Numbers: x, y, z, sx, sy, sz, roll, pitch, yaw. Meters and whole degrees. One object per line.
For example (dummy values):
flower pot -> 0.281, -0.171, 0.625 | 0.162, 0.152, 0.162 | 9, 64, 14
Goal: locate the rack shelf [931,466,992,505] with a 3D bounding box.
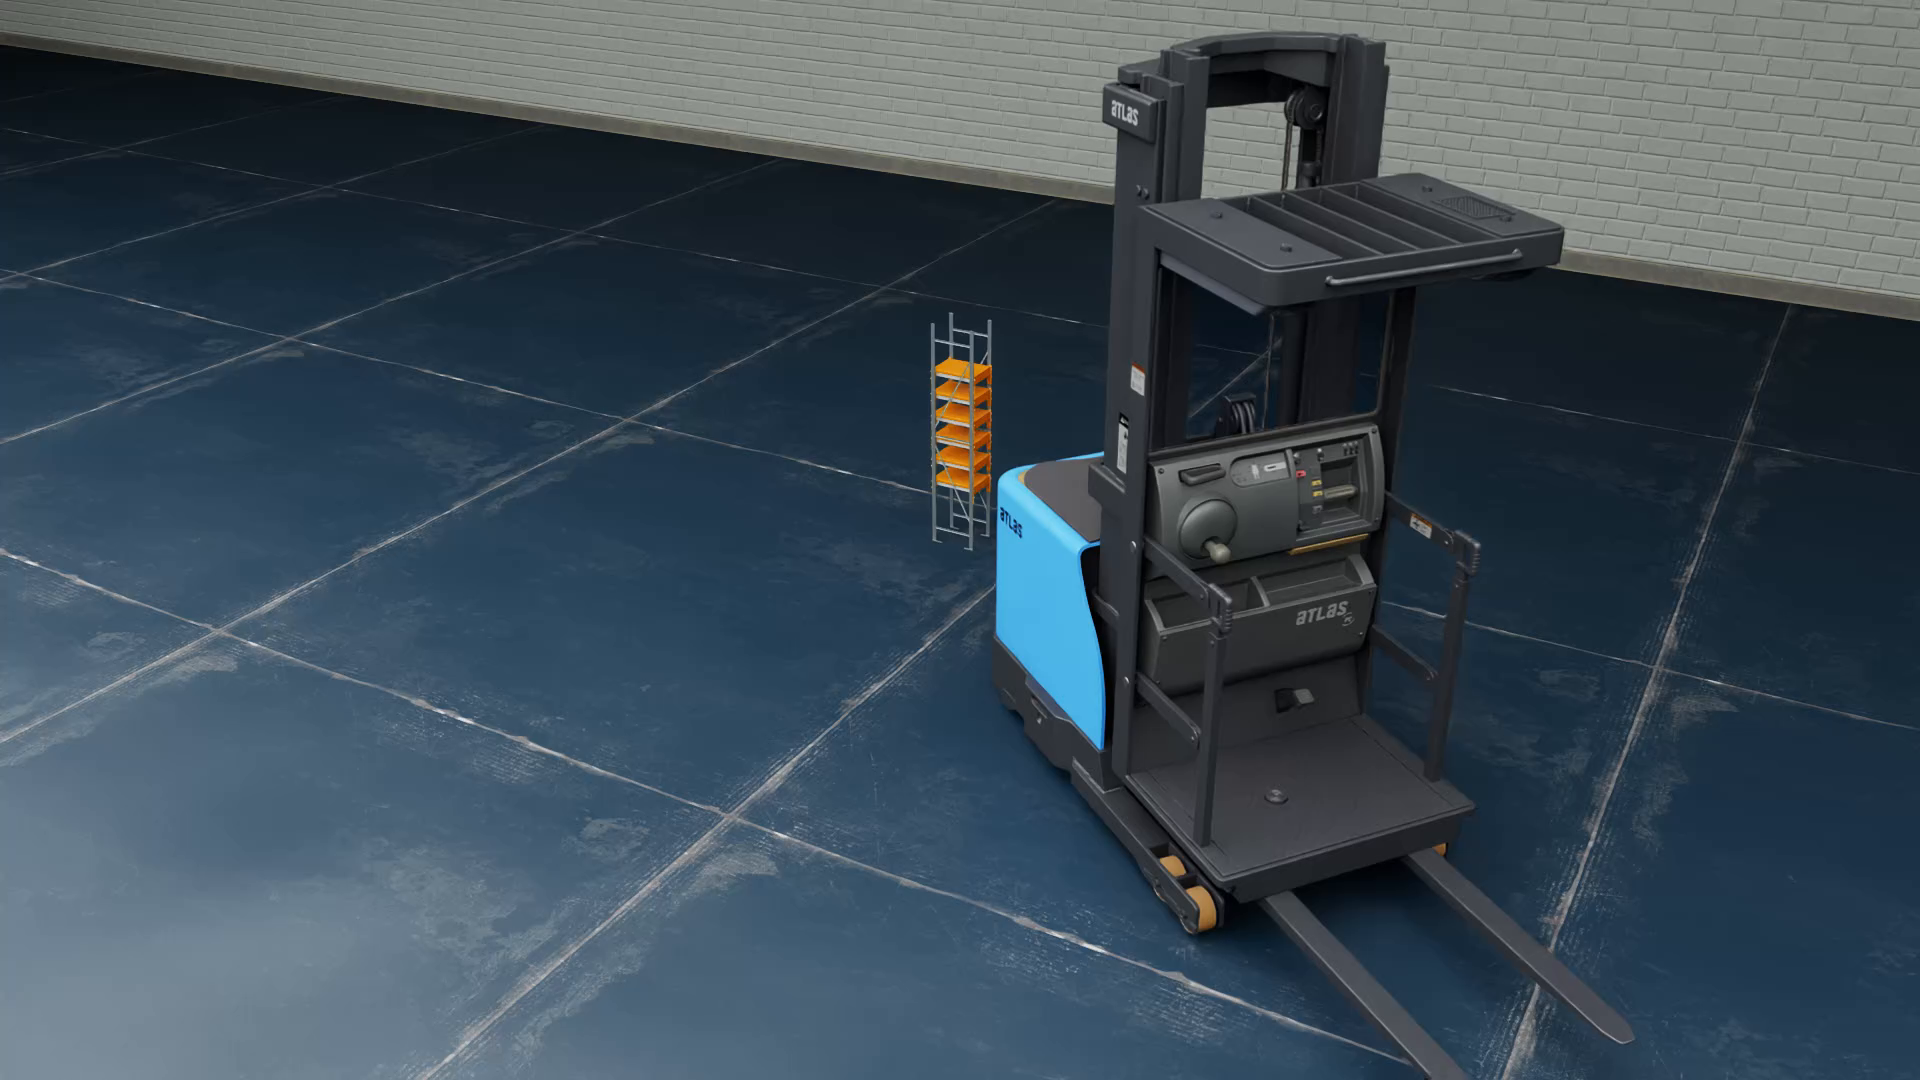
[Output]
rack shelf -> 0.007, -0.288, 8.620 | 0.258, 0.103, 0.180 | 14, 30, 26

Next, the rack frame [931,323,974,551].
rack frame -> -0.038, -0.507, 8.421 | 0.240, 1.200, 0.006 | 14, 30, 26

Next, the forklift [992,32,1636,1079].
forklift -> 1.191, -0.124, 5.724 | 1.130, 2.935, 3.031 | -11, 29, -21

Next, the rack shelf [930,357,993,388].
rack shelf -> 0.007, -0.824, 8.351 | 0.258, 0.103, 0.180 | 14, 30, 26

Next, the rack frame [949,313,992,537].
rack frame -> 0.052, -0.578, 8.564 | 0.240, 1.200, 0.006 | 14, 30, 26

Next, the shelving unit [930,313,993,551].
shelving unit -> 0.007, -0.542, 8.493 | 0.258, 1.200, 0.189 | 14, 30, 26

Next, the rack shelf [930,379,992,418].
rack shelf -> 0.007, -0.717, 8.405 | 0.258, 0.103, 0.180 | 14, 30, 26

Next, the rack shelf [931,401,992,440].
rack shelf -> 0.007, -0.610, 8.459 | 0.258, 0.103, 0.180 | 14, 30, 26

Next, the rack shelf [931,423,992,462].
rack shelf -> 0.007, -0.502, 8.513 | 0.258, 0.103, 0.180 | 14, 30, 26

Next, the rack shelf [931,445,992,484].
rack shelf -> 0.007, -0.395, 8.566 | 0.258, 0.103, 0.180 | 14, 30, 26
